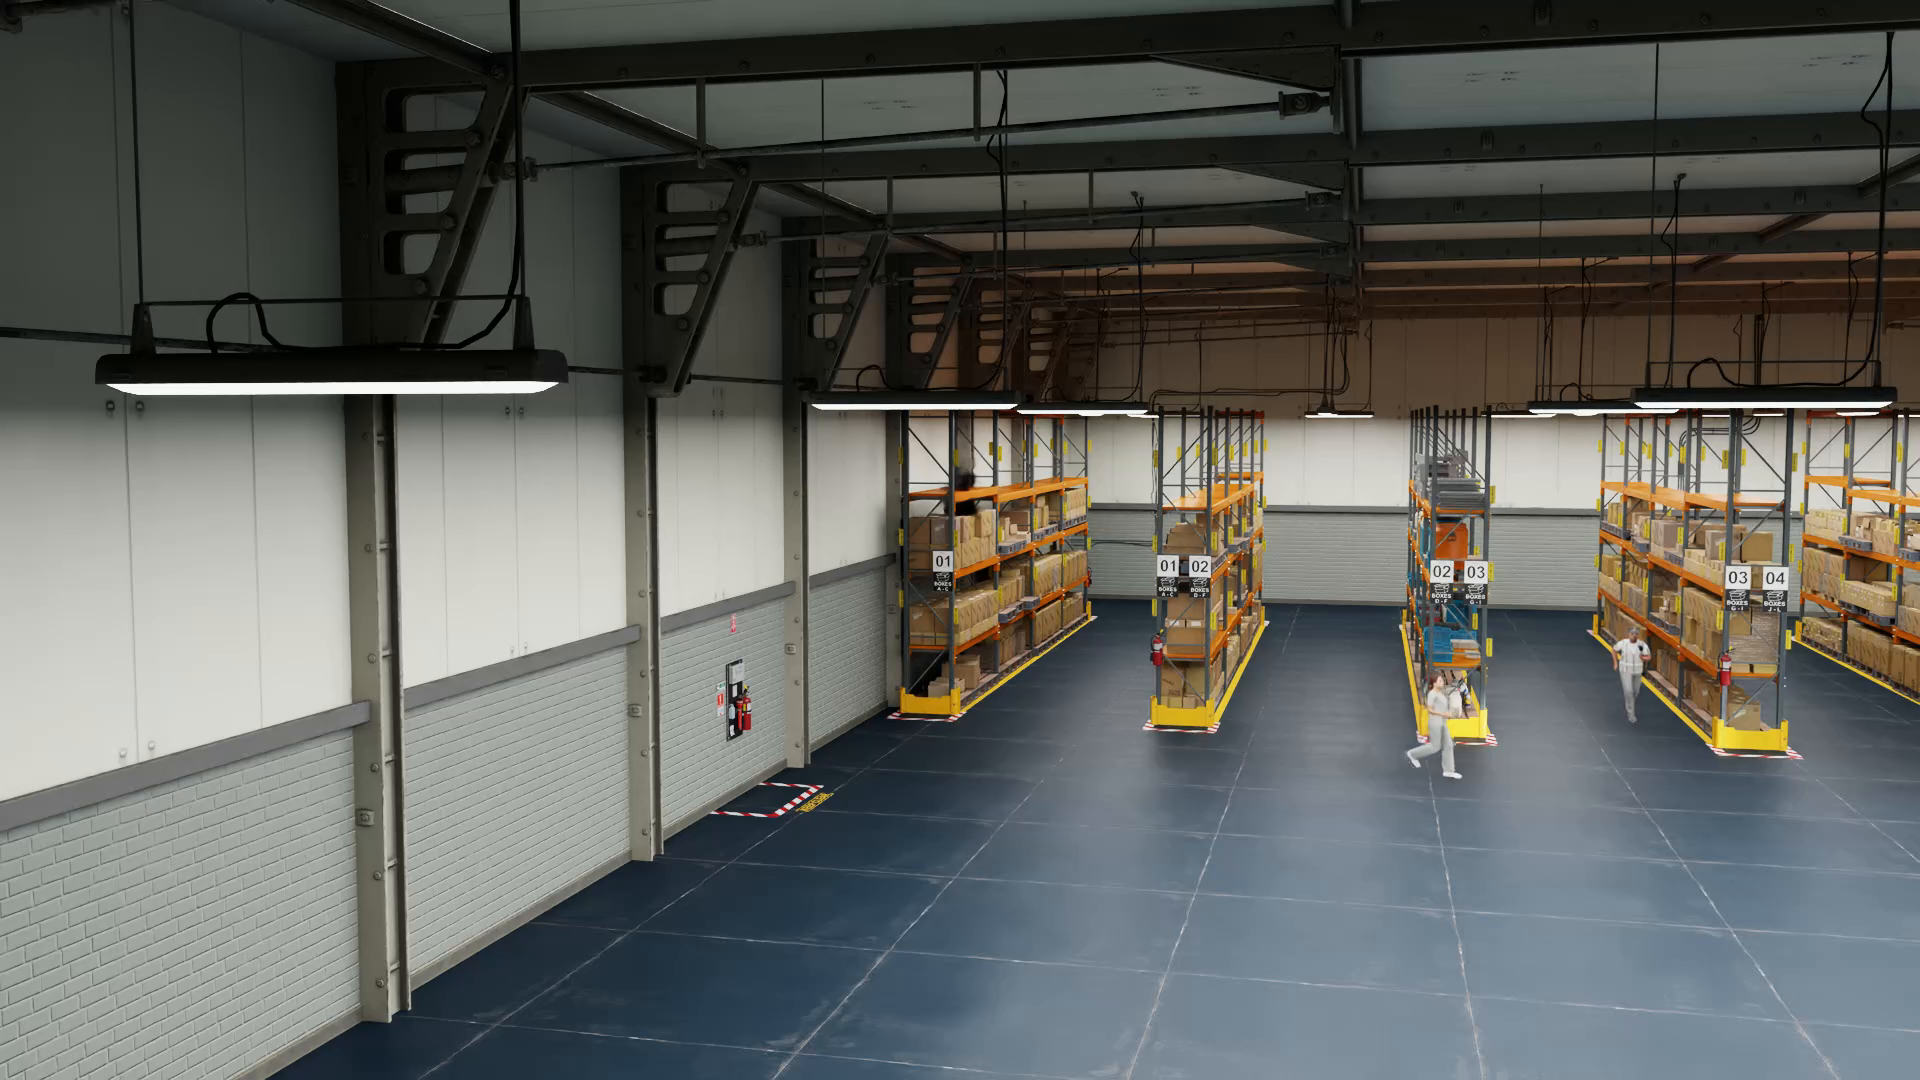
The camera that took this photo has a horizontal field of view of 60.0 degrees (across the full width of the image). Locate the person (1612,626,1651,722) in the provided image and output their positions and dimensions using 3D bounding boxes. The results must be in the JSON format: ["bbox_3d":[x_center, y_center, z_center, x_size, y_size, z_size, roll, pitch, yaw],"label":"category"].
[{"bbox_3d":[12.880,2.527,31.873,0.652,1.791,0.949,1,4,7],"label":"person"}]

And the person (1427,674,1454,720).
[{"bbox_3d":[7.710,2.536,26.651,0.525,0.774,0.567,3,5,36],"label":"person"}]

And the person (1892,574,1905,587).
[{"bbox_3d":[24.691,1.689,44.099,0.651,1.729,0.703,1,4,14],"label":"person"}]
